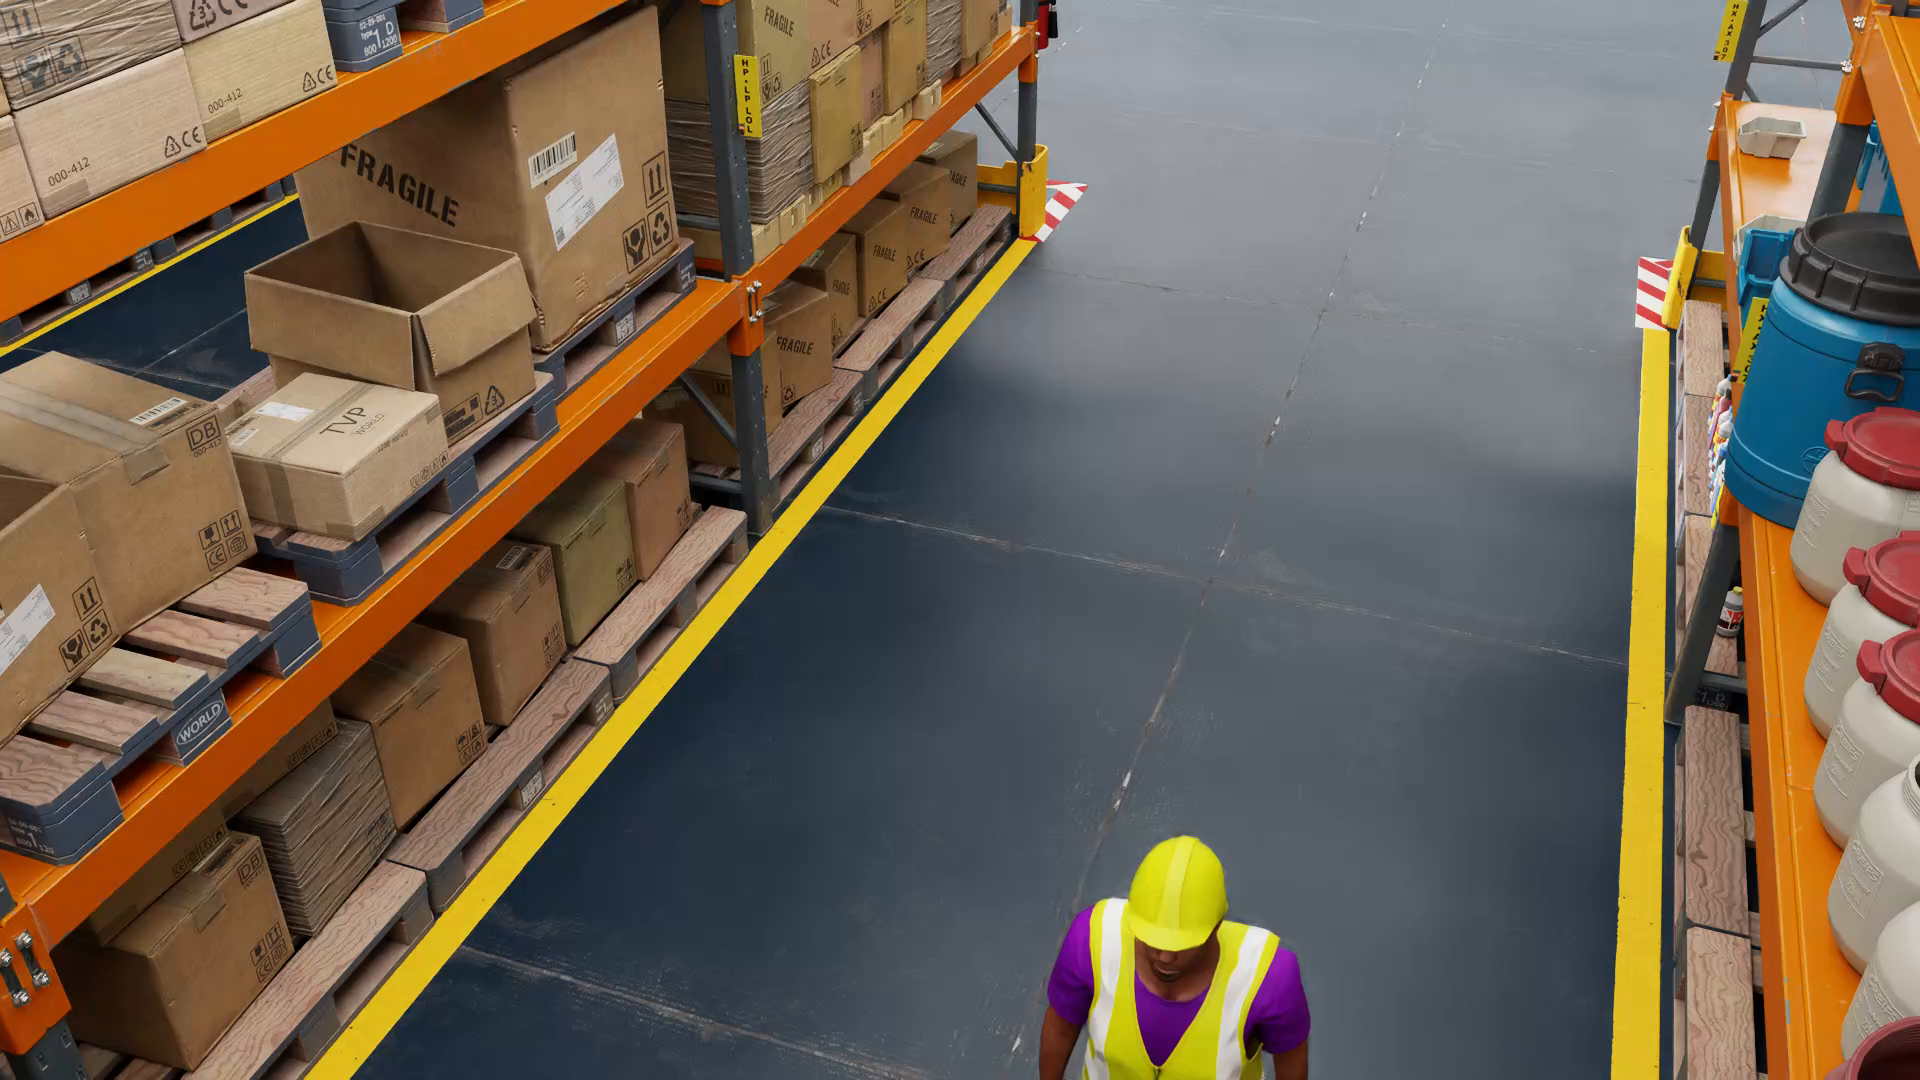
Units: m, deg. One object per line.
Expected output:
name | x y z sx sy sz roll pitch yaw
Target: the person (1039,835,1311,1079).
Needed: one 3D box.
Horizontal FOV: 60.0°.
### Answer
person | 0.488 1.378 3.981 0.614 1.772 0.530 13 35 18
